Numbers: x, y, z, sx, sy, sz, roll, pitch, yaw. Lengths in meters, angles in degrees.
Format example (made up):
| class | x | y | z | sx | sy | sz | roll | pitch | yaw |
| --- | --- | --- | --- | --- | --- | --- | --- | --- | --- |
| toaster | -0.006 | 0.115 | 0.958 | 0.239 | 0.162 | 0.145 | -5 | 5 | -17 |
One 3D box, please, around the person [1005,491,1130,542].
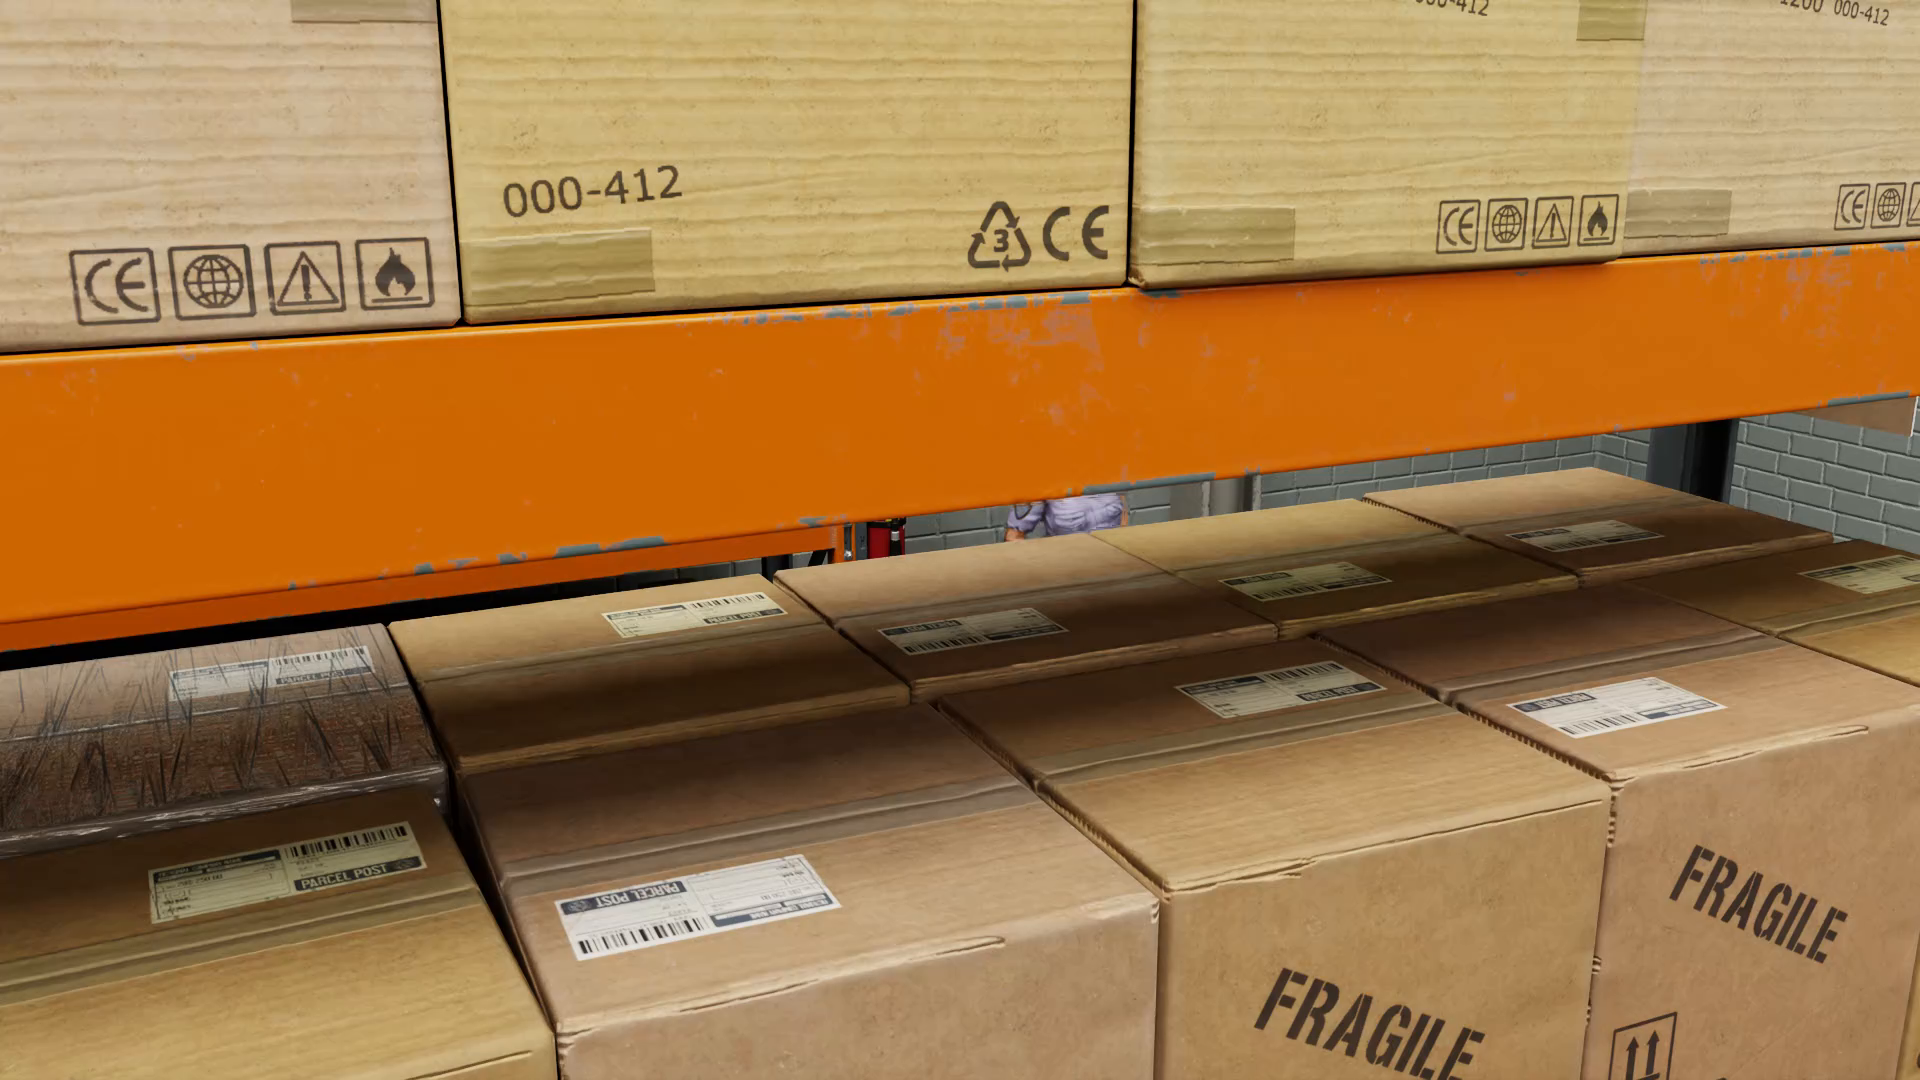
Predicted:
| class | x | y | z | sx | sy | sz | roll | pitch | yaw |
| --- | --- | --- | --- | --- | --- | --- | --- | --- | --- |
| person | 0.486 | 0.243 | 7.208 | 0.636 | 1.641 | 0.721 | -6 | 16 | -20 |
